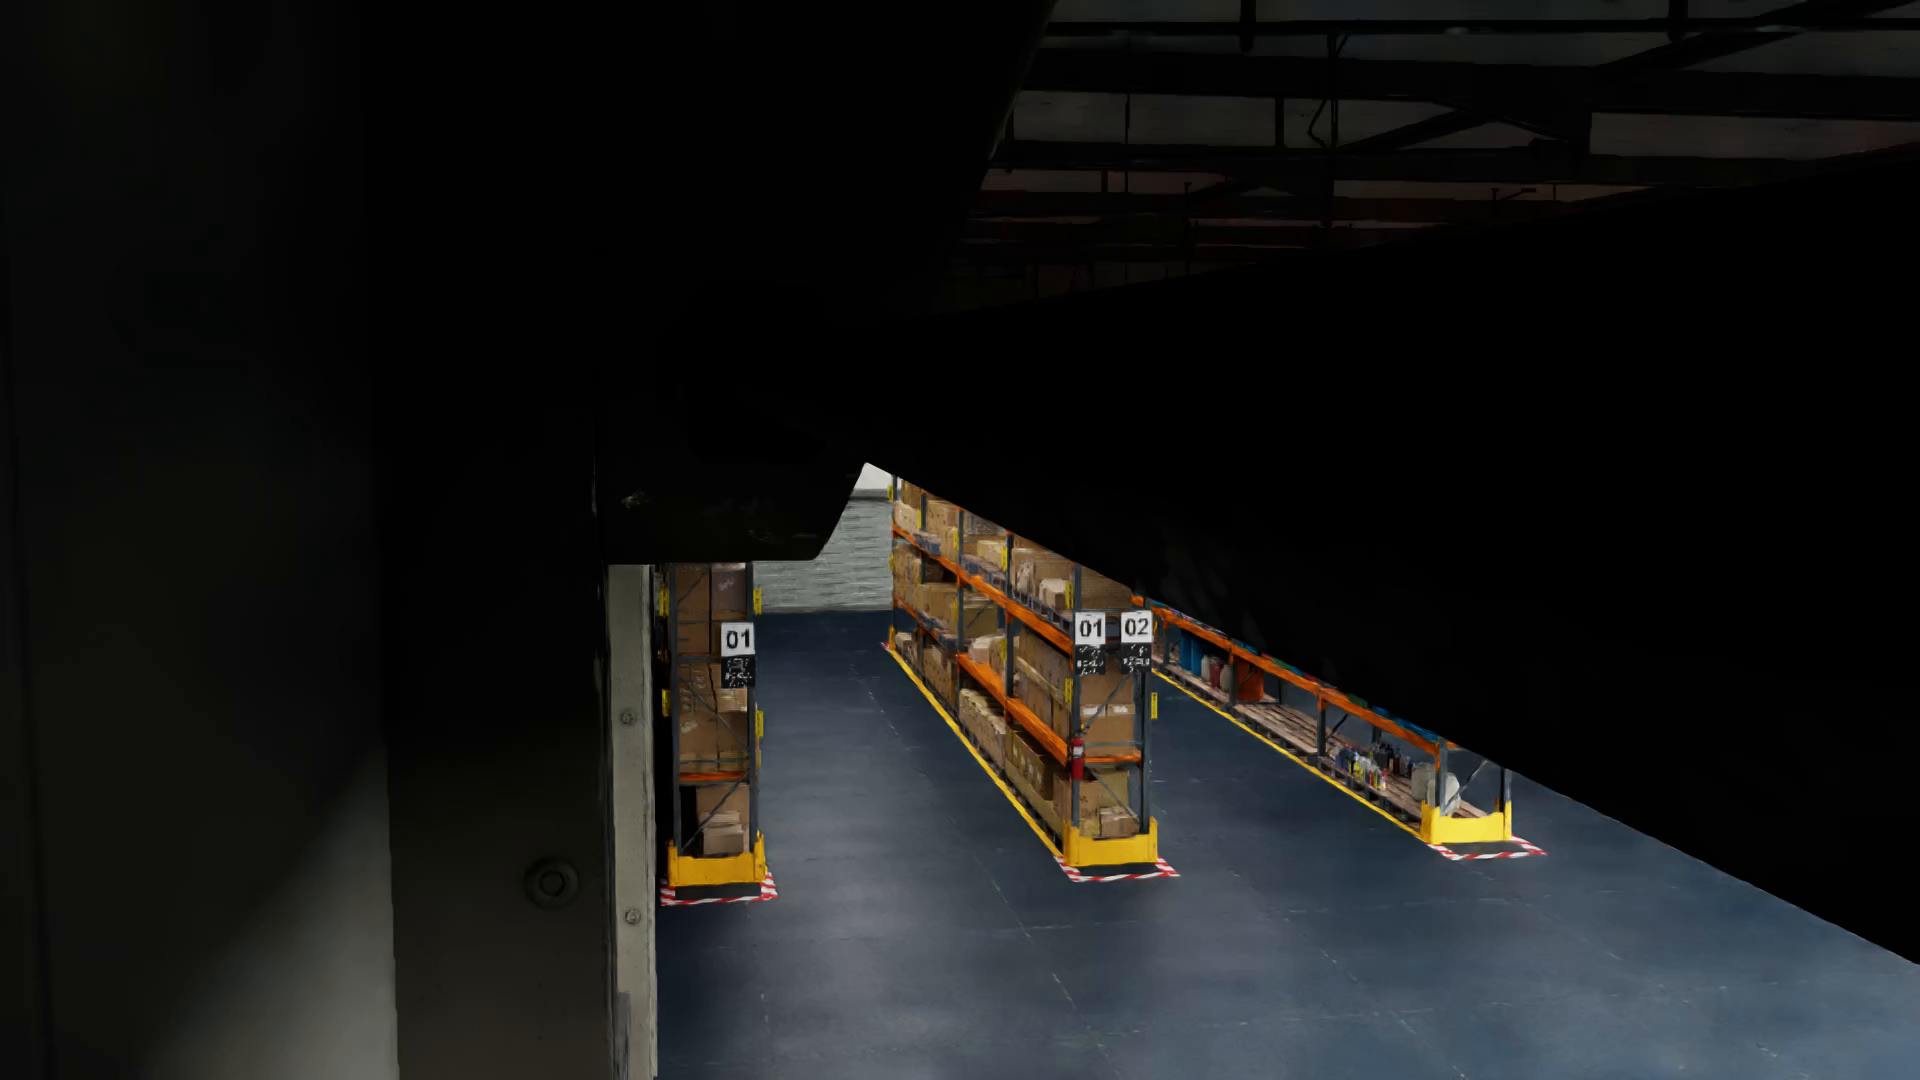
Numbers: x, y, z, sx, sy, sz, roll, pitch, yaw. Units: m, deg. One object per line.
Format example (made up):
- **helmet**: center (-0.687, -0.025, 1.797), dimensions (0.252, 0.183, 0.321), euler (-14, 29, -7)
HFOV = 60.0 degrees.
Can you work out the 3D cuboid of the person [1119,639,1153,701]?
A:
- **person**: center (3.249, 2.152, 30.839), dimensions (0.682, 1.715, 0.542), euler (-1, 6, -12)
